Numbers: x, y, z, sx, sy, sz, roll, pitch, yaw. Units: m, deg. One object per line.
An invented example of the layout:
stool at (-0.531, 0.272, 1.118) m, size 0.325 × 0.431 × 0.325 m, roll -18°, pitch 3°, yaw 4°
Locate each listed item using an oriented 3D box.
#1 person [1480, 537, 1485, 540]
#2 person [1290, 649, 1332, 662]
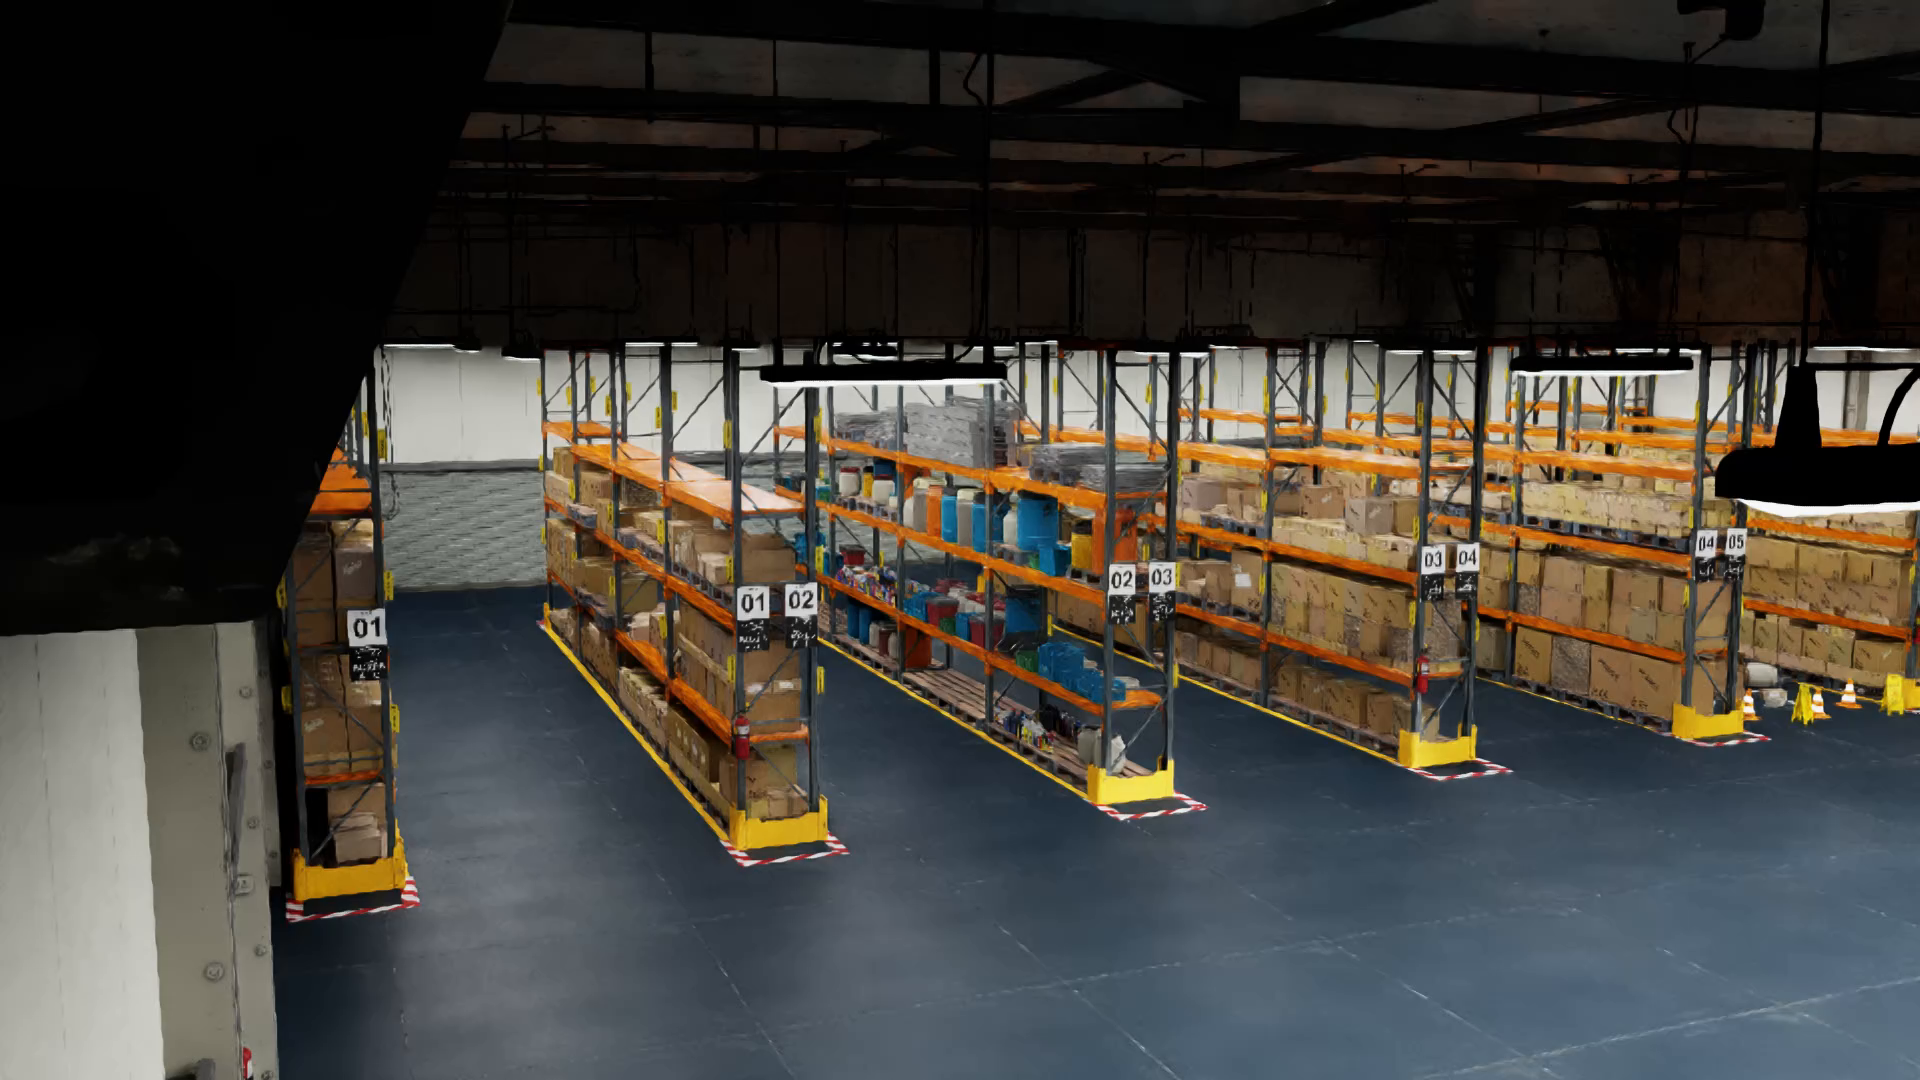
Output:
person at (11.203, 0.758, 36.110) m, size 0.598 × 1.743 × 0.675 m, roll 0°, pitch 7°, yaw -2°
person at (6.540, 1.470, 31.176) m, size 0.499 × 1.587 × 1.074 m, roll -3°, pitch 8°, yaw -23°
